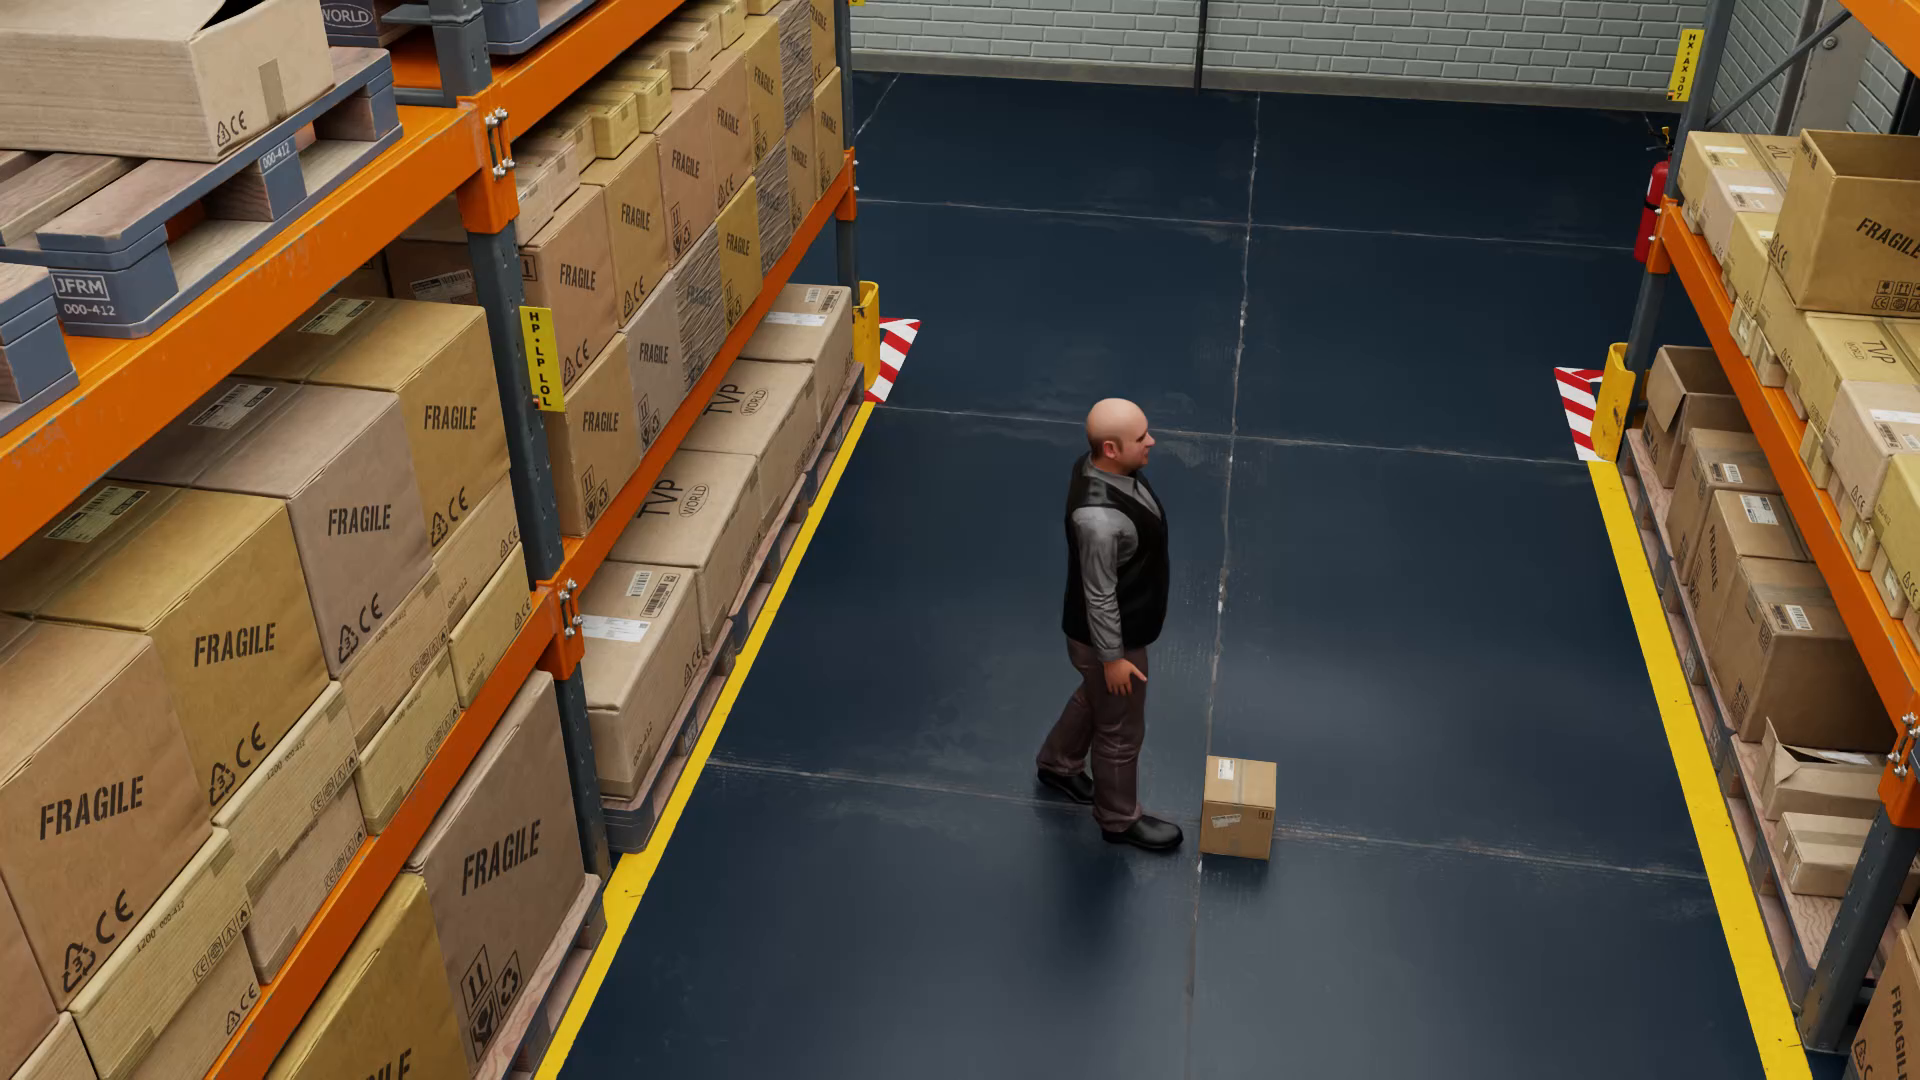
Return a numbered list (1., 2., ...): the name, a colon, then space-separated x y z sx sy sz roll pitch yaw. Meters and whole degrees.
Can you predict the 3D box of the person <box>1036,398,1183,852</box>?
1. person: 0.541 0.307 5.683 0.570 1.743 0.555 5 33 8
